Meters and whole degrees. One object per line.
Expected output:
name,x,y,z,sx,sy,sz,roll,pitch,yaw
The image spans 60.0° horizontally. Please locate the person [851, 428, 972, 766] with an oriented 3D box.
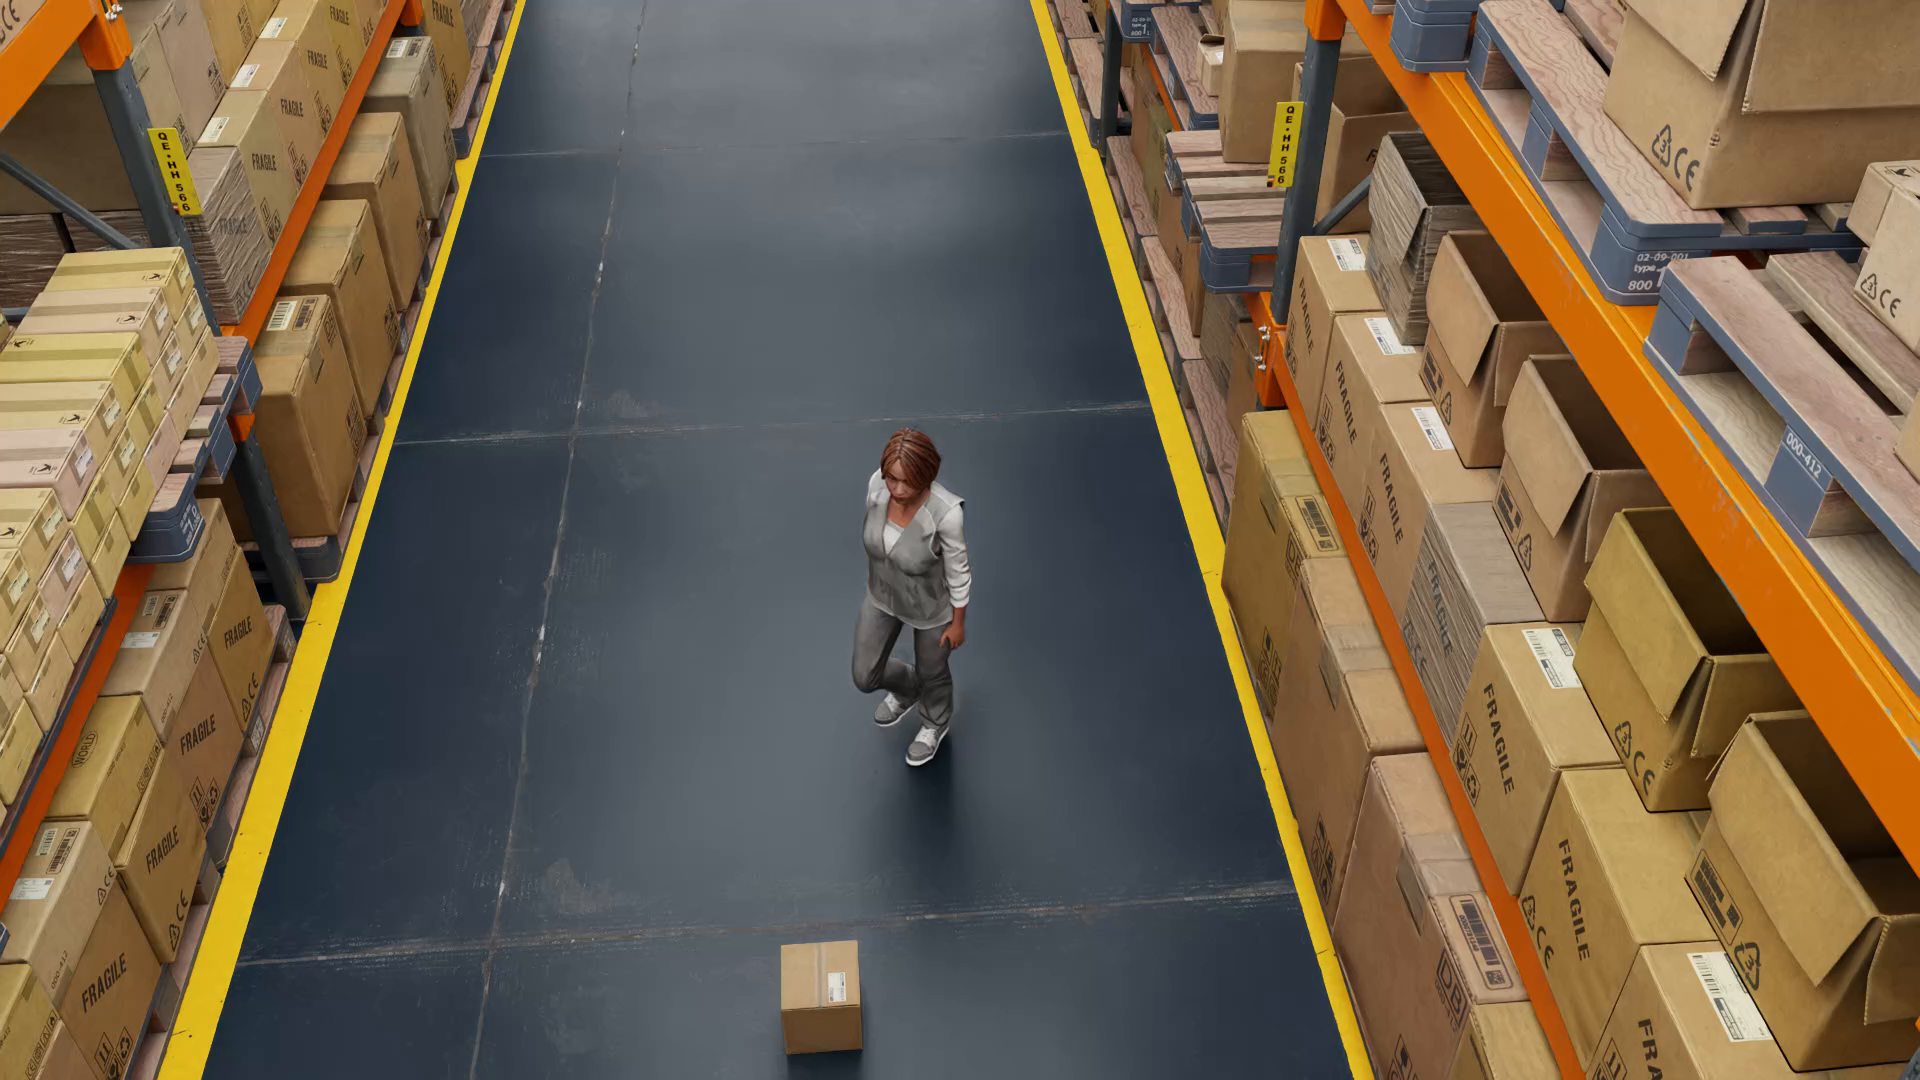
person,-0.151,0.217,5.881,0.451,1.587,0.428,19,43,21
